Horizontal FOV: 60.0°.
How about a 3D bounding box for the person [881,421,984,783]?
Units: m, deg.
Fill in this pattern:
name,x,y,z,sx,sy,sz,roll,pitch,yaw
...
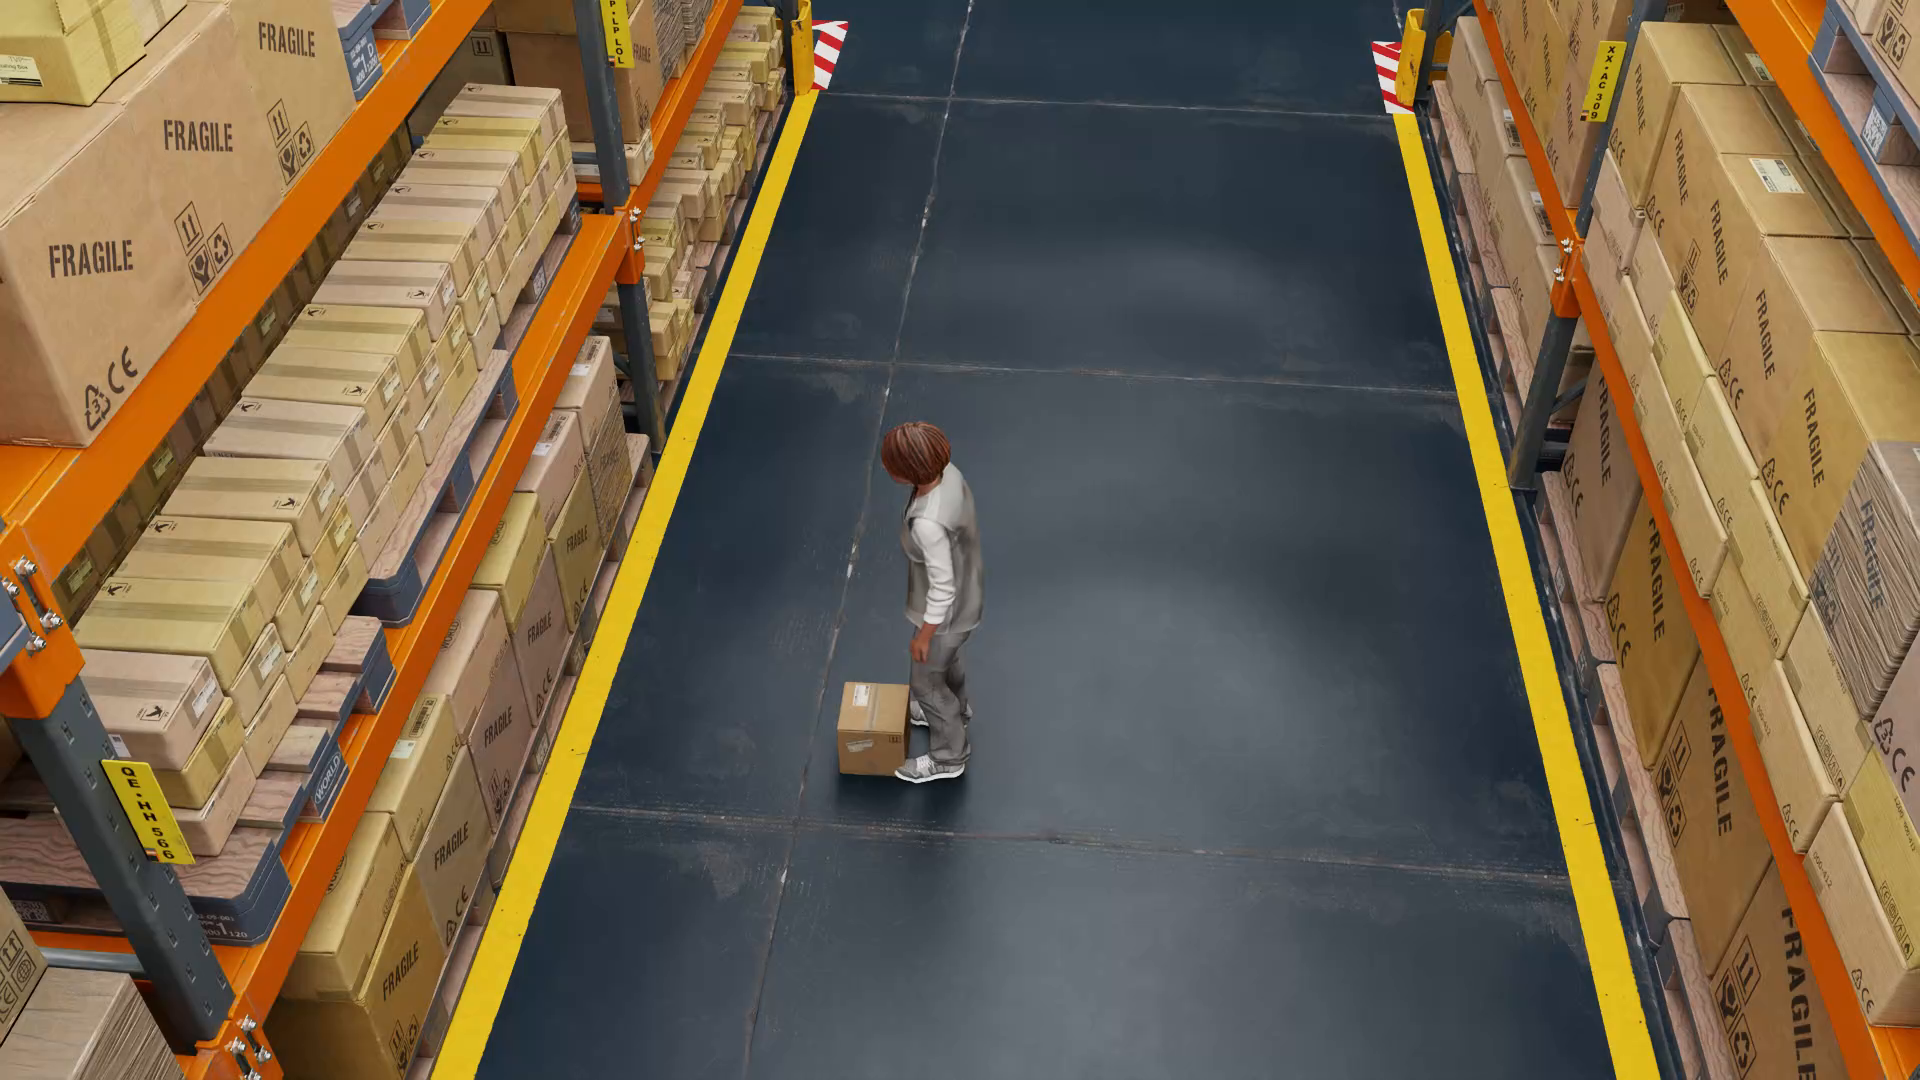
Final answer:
name,x,y,z,sx,sy,sz,roll,pitch,yaw
person,-0.084,0.223,5.904,0.341,1.594,0.482,2,41,2
